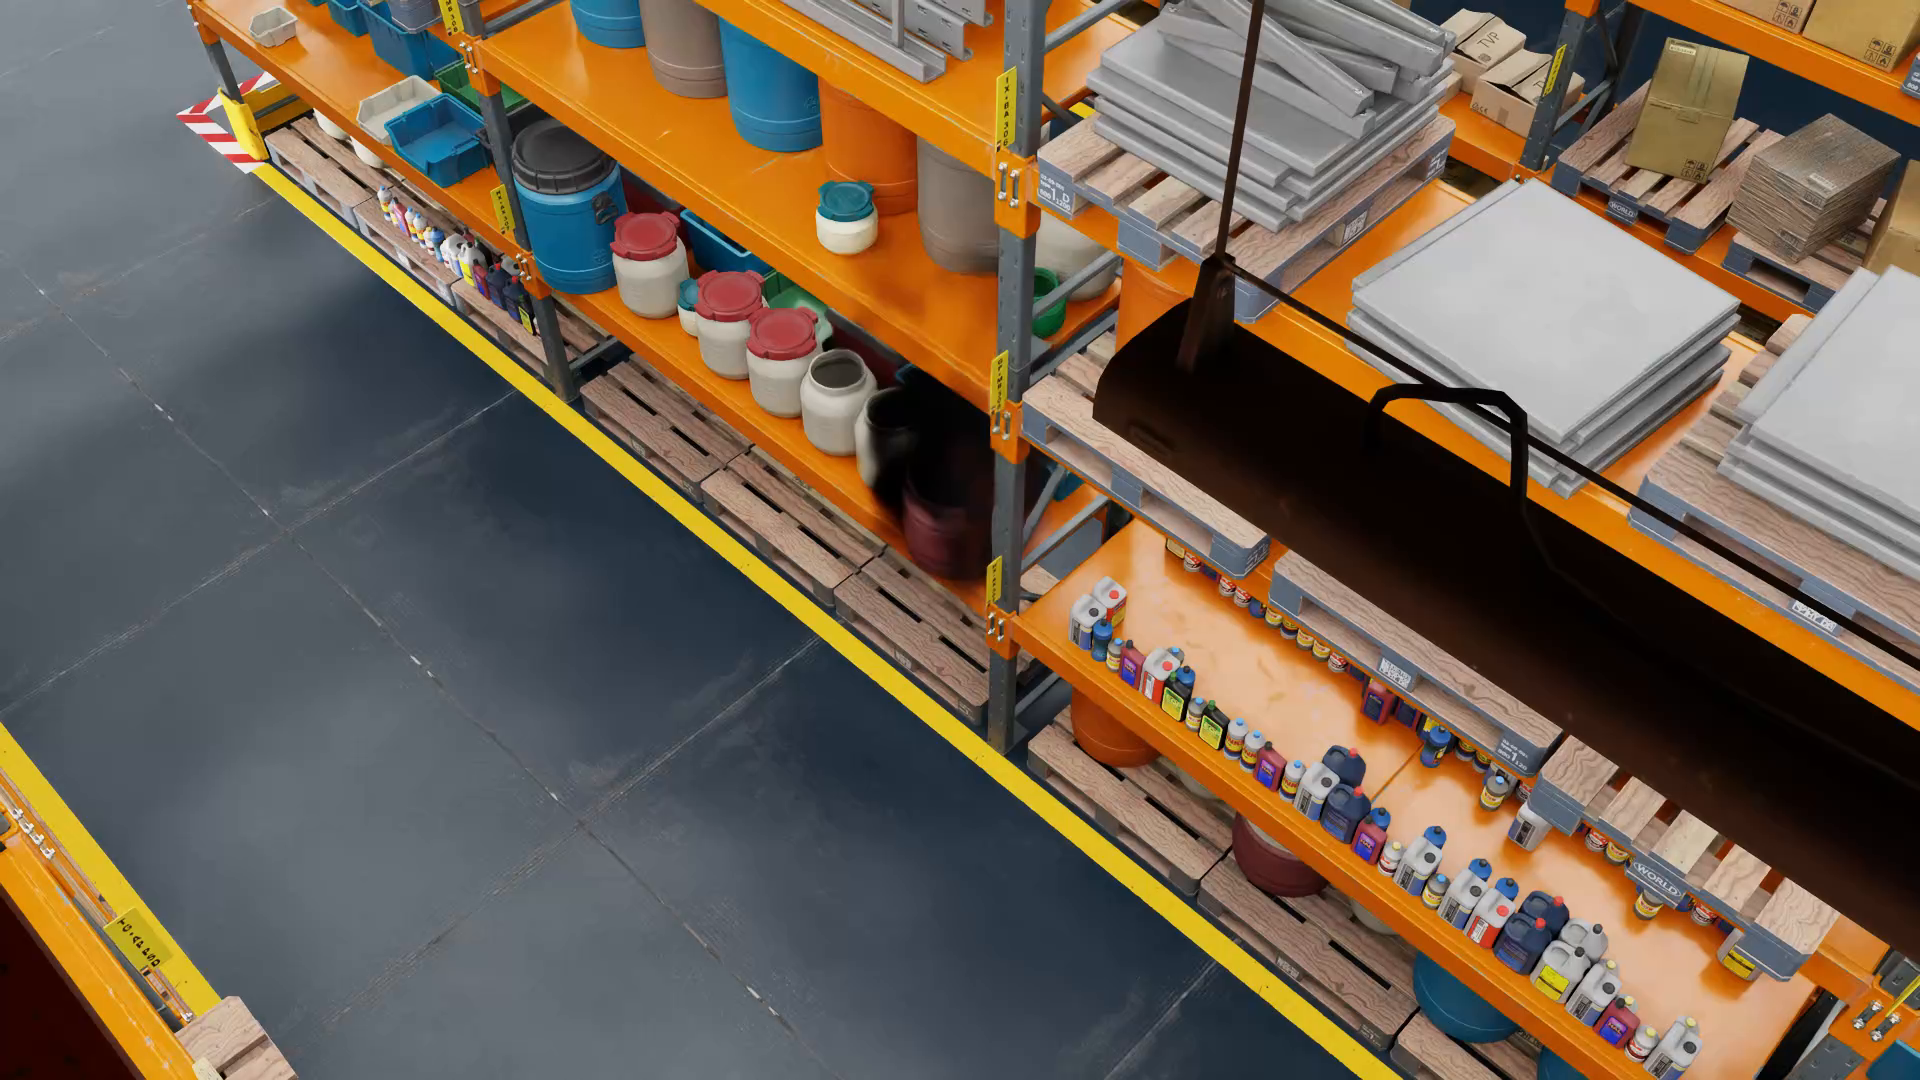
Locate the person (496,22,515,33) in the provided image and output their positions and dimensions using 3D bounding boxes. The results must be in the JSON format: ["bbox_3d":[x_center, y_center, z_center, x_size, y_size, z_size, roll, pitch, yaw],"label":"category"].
[{"bbox_3d":[-3.764,-4.450,13.039,0.738,1.749,0.638,27,55,21],"label":"person"}]
